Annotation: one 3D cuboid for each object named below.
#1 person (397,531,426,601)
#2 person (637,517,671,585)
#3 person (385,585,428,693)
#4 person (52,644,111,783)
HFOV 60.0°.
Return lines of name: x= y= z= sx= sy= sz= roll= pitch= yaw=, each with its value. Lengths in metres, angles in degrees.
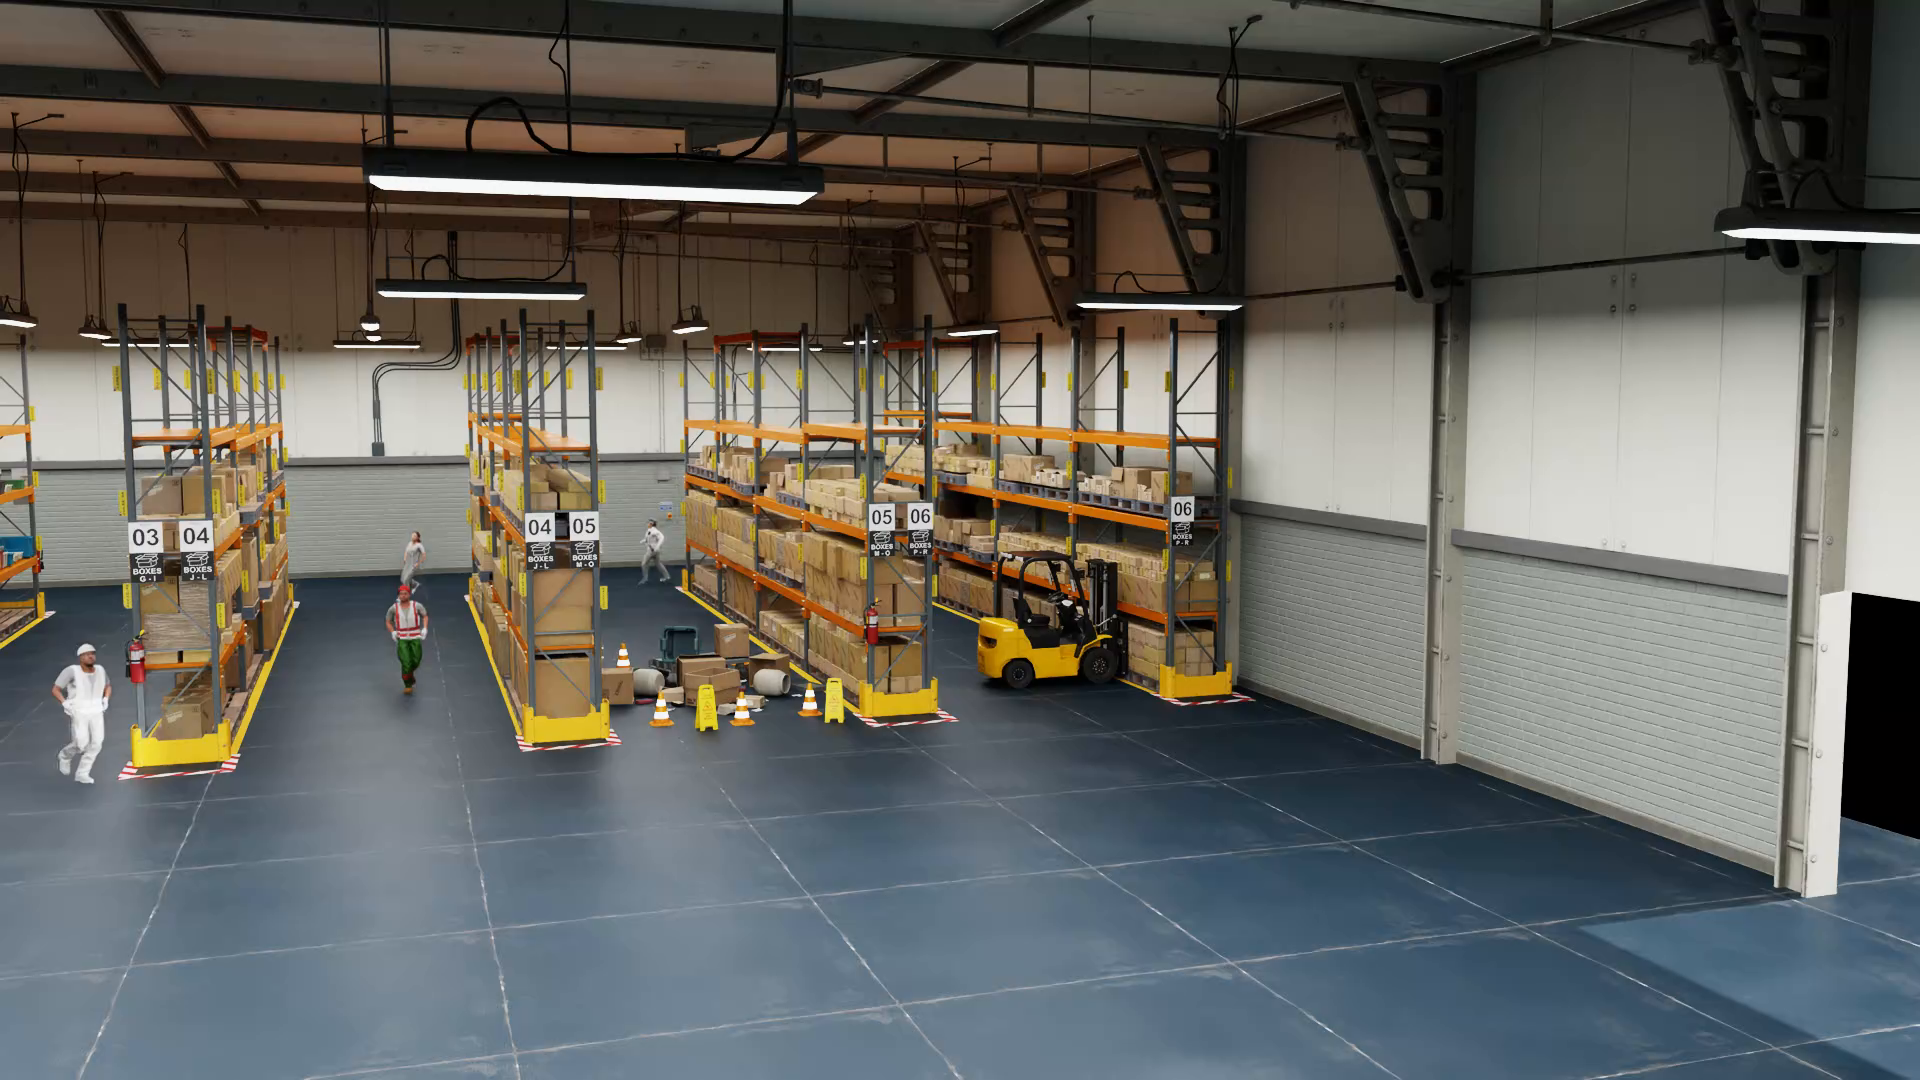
person: x=-12.511 y=0.588 z=38.114 sx=0.600 sy=1.596 sz=0.614 roll=2 pitch=6 yaw=24
person: x=-7.550 y=0.284 z=41.014 sx=0.819 sy=1.718 sz=0.647 roll=-1 pitch=6 yaw=-14
person: x=-8.899 y=1.598 z=26.795 sx=0.661 sy=1.745 sz=0.548 roll=-2 pitch=6 yaw=-21
person: x=-10.993 y=2.166 z=20.892 sx=0.551 sy=1.733 sz=0.711 roll=4 pitch=7 yaw=35
